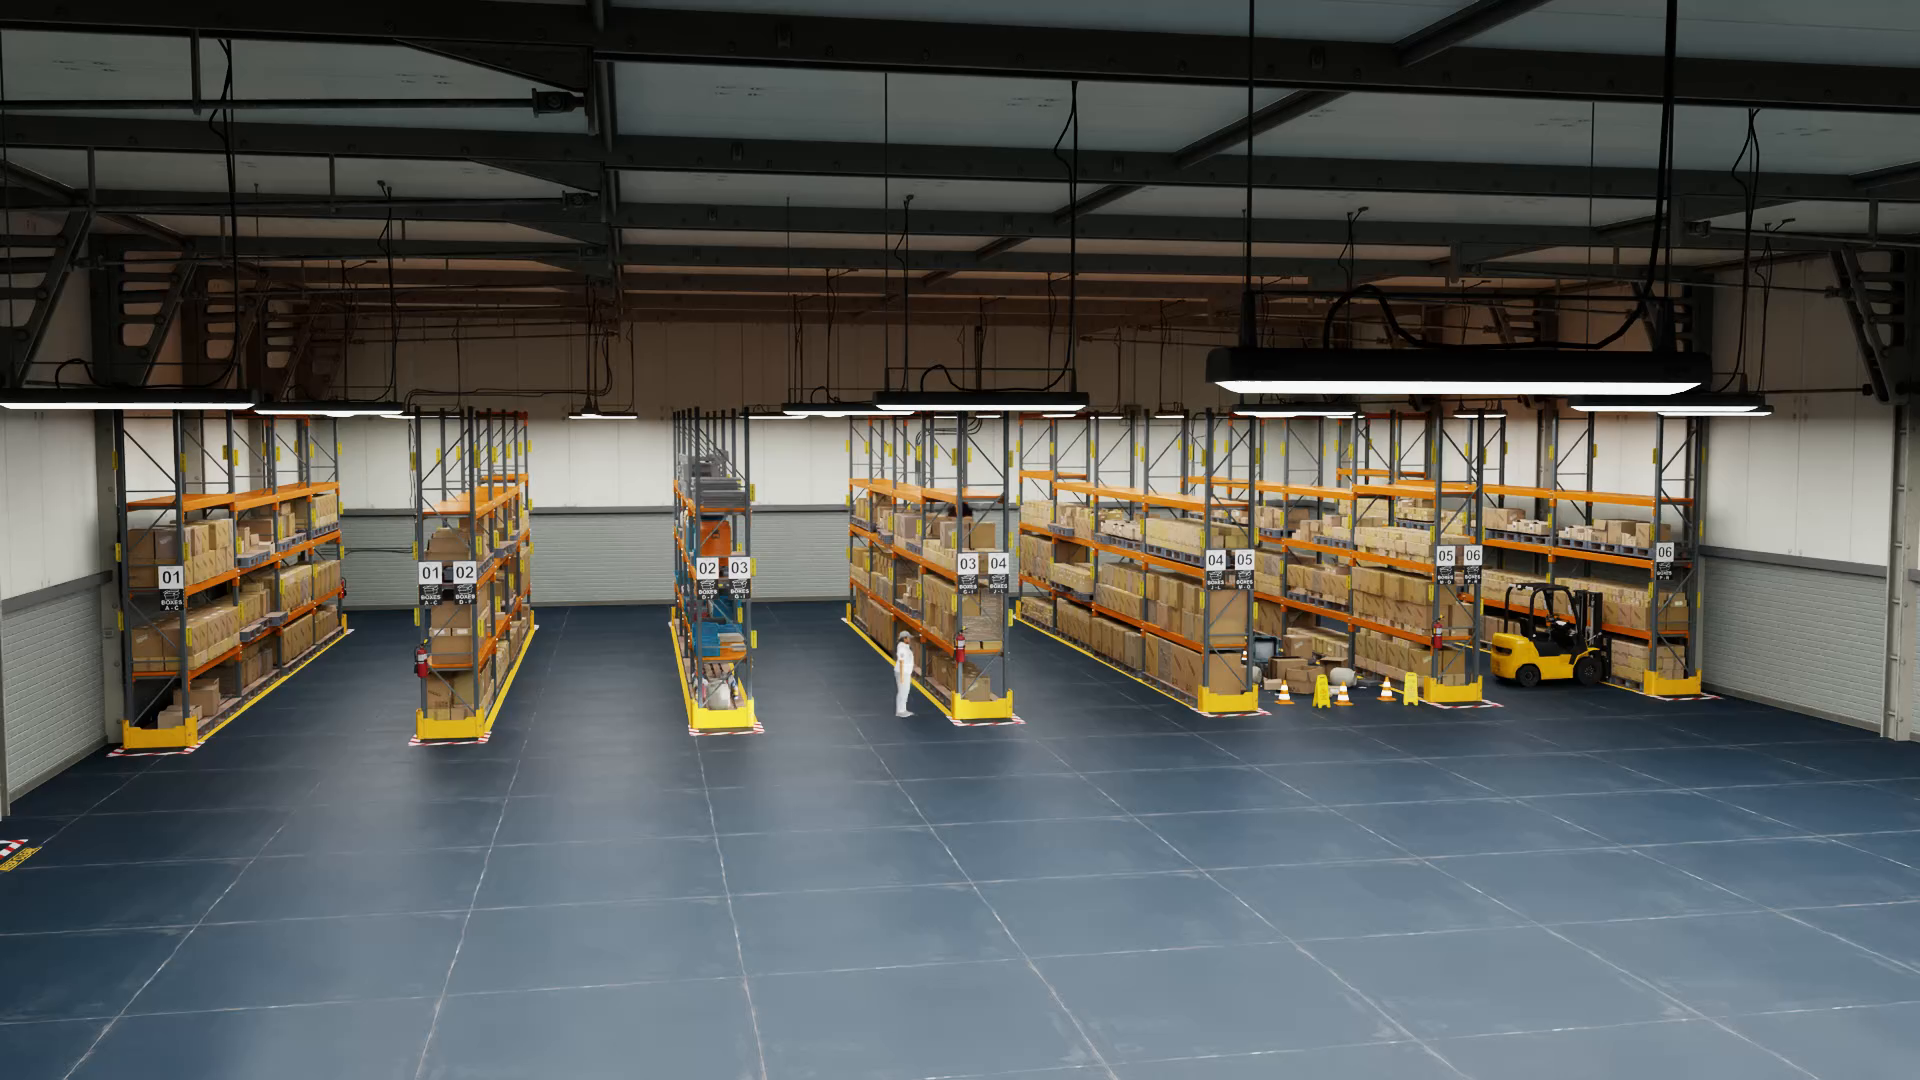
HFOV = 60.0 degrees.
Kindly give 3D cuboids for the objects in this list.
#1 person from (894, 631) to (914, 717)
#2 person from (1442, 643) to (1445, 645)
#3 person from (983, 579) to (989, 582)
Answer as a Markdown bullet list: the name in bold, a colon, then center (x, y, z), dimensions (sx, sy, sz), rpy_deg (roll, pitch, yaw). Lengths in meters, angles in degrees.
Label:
- **person**: center (-1.090, 2.597, 32.323), dimensions (0.391, 1.671, 0.577), rpy_deg (0, 4, 1)
- **person**: center (11.816, 1.972, 41.112), dimensions (0.418, 1.675, 0.479), rpy_deg (1, 4, 11)
- **person**: center (0.630, 1.637, 45.708), dimensions (0.618, 1.813, 0.877), rpy_deg (-1, 4, -11)
